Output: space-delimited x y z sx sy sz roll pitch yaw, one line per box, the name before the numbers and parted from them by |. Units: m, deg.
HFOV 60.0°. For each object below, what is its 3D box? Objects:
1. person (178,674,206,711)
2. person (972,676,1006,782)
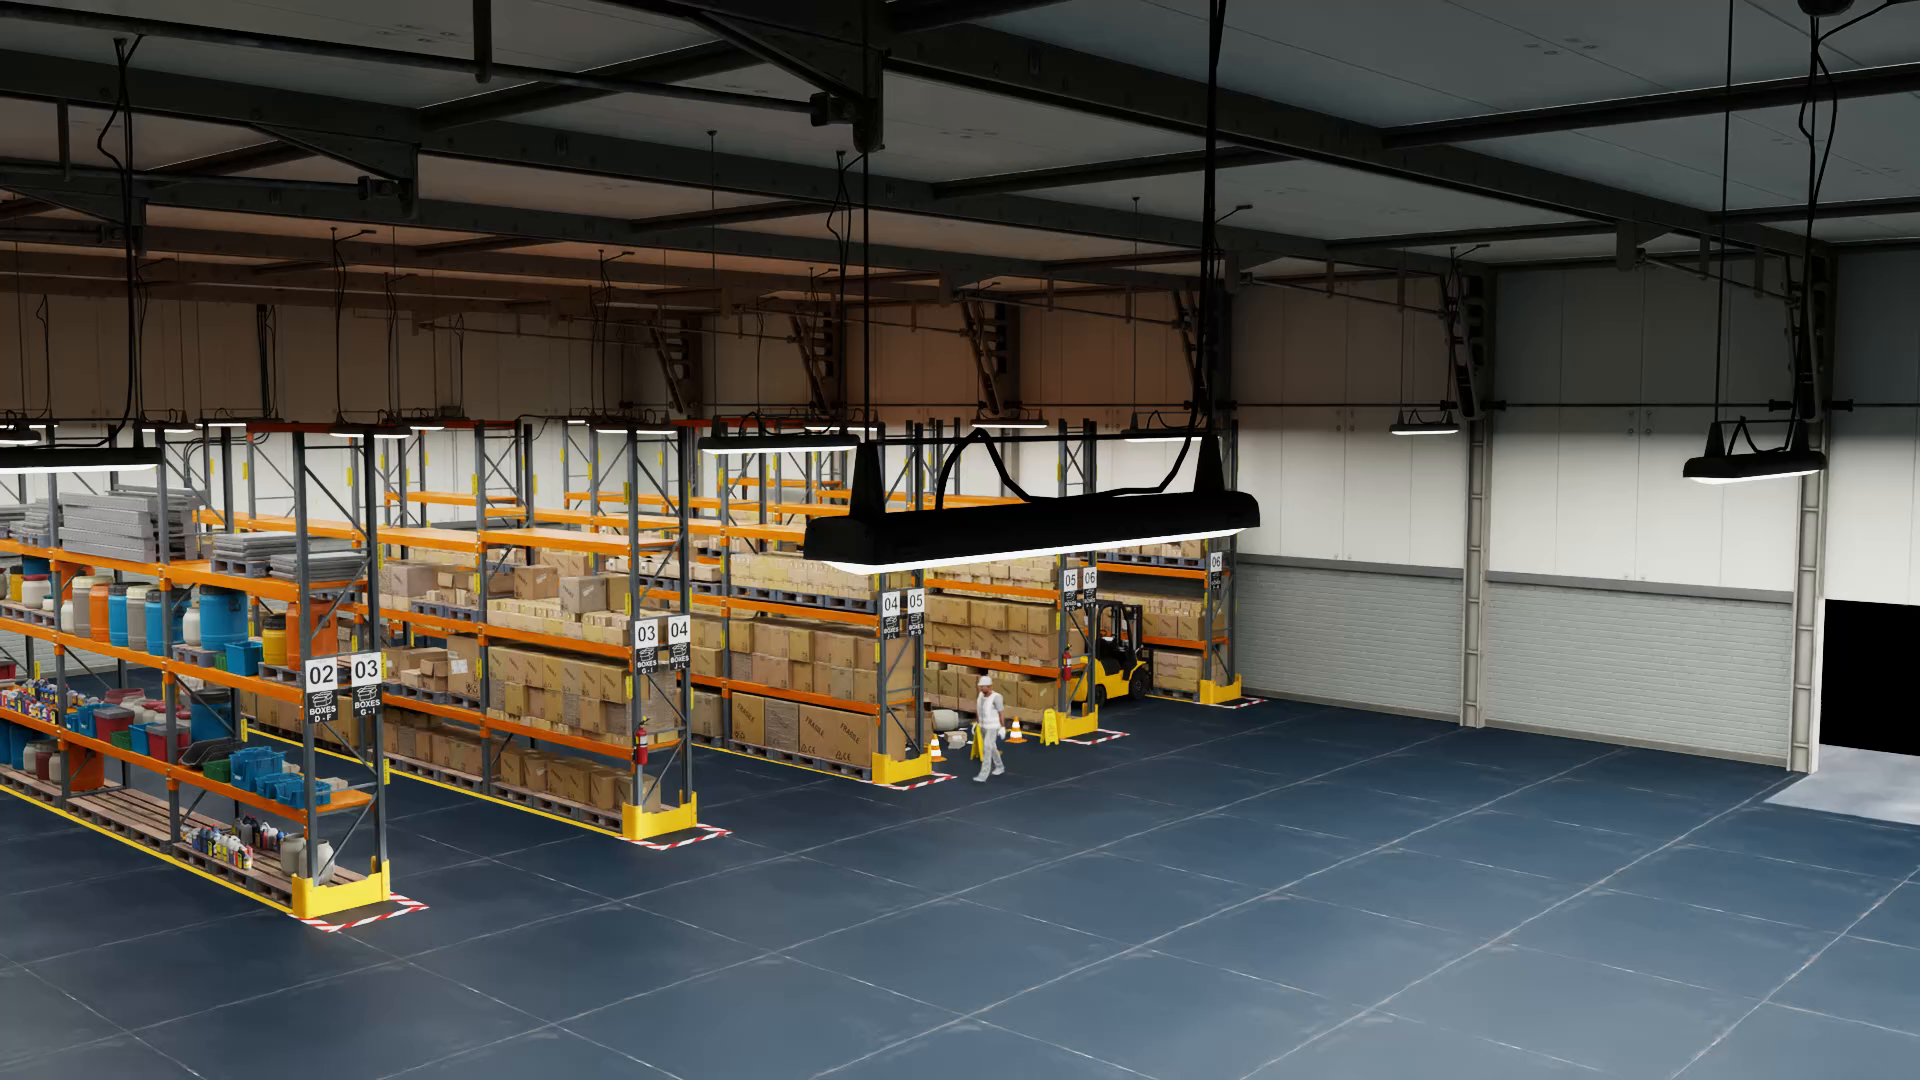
person | -14.705 2.946 31.818 0.563 1.584 0.628 -4 6 -44
person | 0.452 3.167 28.071 0.905 1.752 0.580 -4 6 -38
